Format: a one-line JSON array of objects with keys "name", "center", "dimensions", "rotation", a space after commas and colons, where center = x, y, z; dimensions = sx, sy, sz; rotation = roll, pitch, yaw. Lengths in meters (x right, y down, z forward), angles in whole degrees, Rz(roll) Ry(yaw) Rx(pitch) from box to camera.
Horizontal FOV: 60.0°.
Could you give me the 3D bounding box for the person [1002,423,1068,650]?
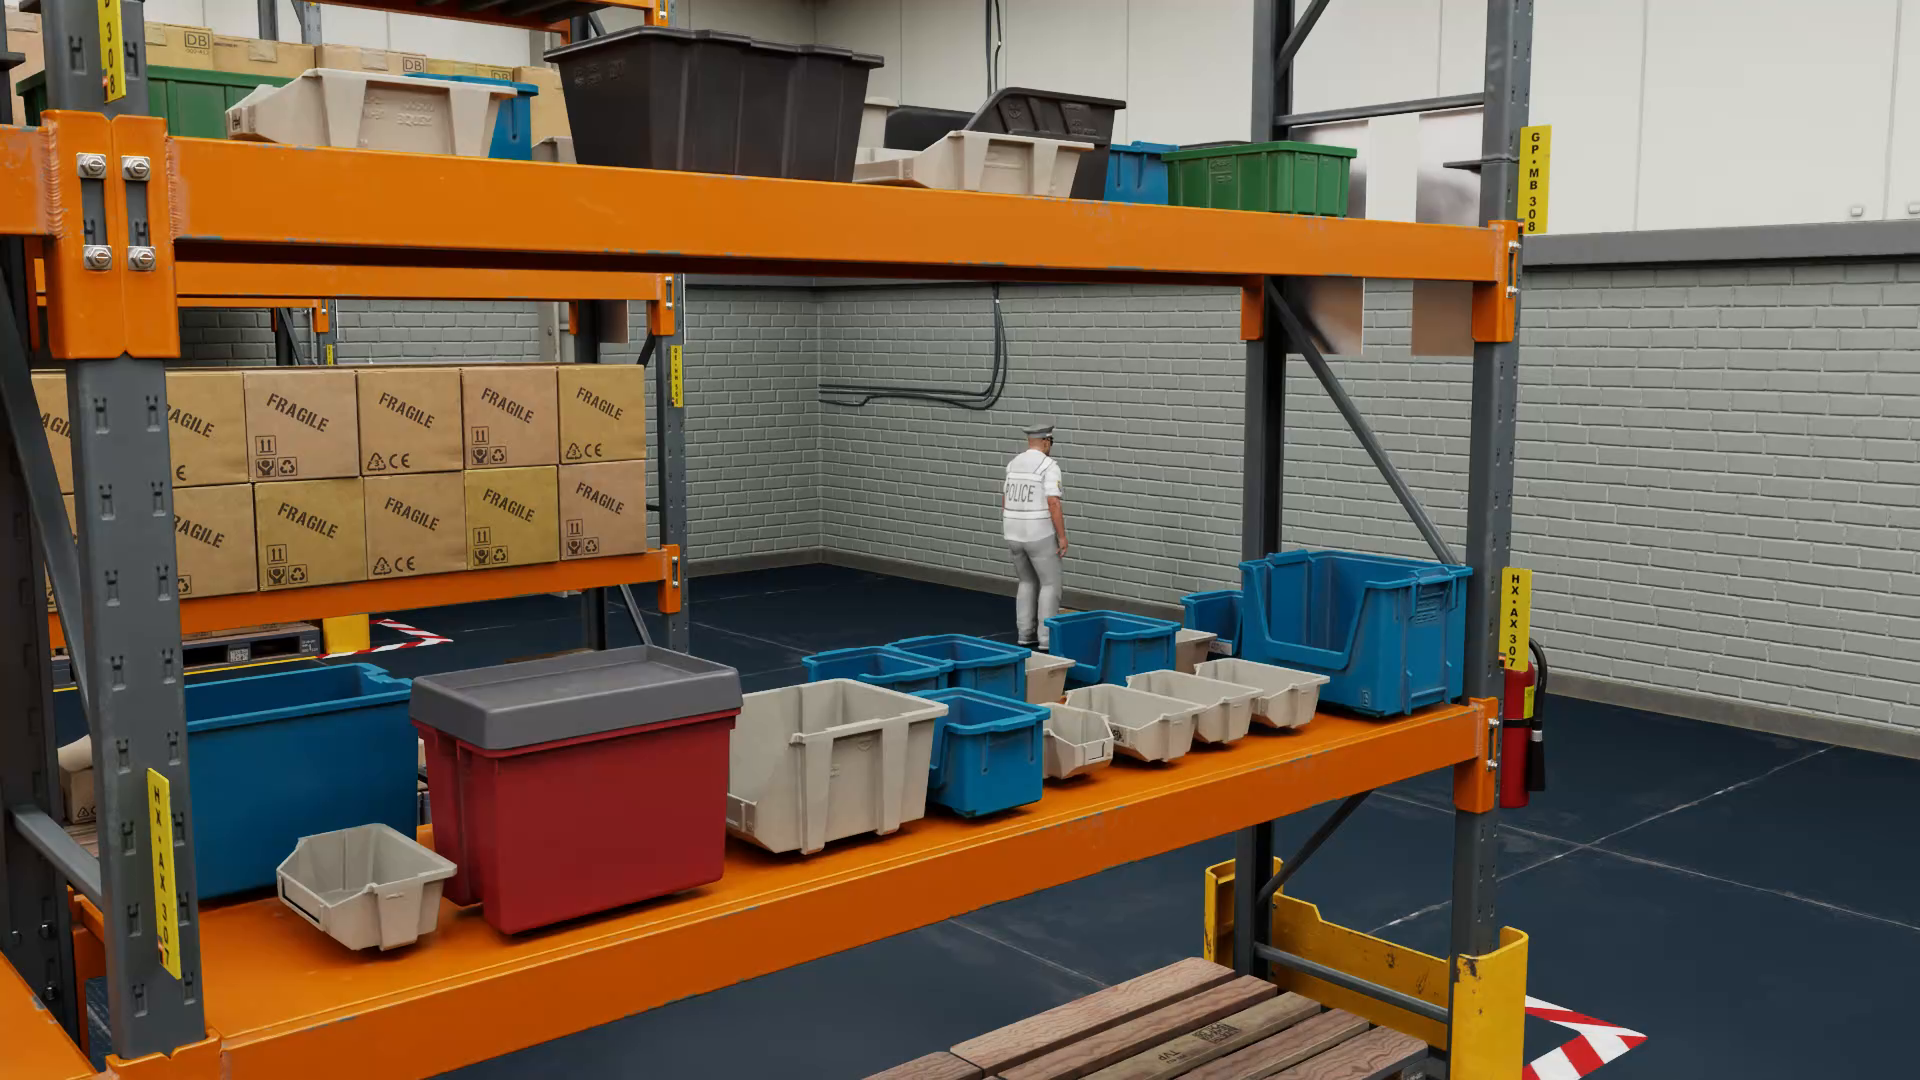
[{"name": "person", "center": [0.595, -0.032, 12.997], "dimensions": [0.479, 1.747, 0.605], "rotation": [-7, 10, -44]}]
